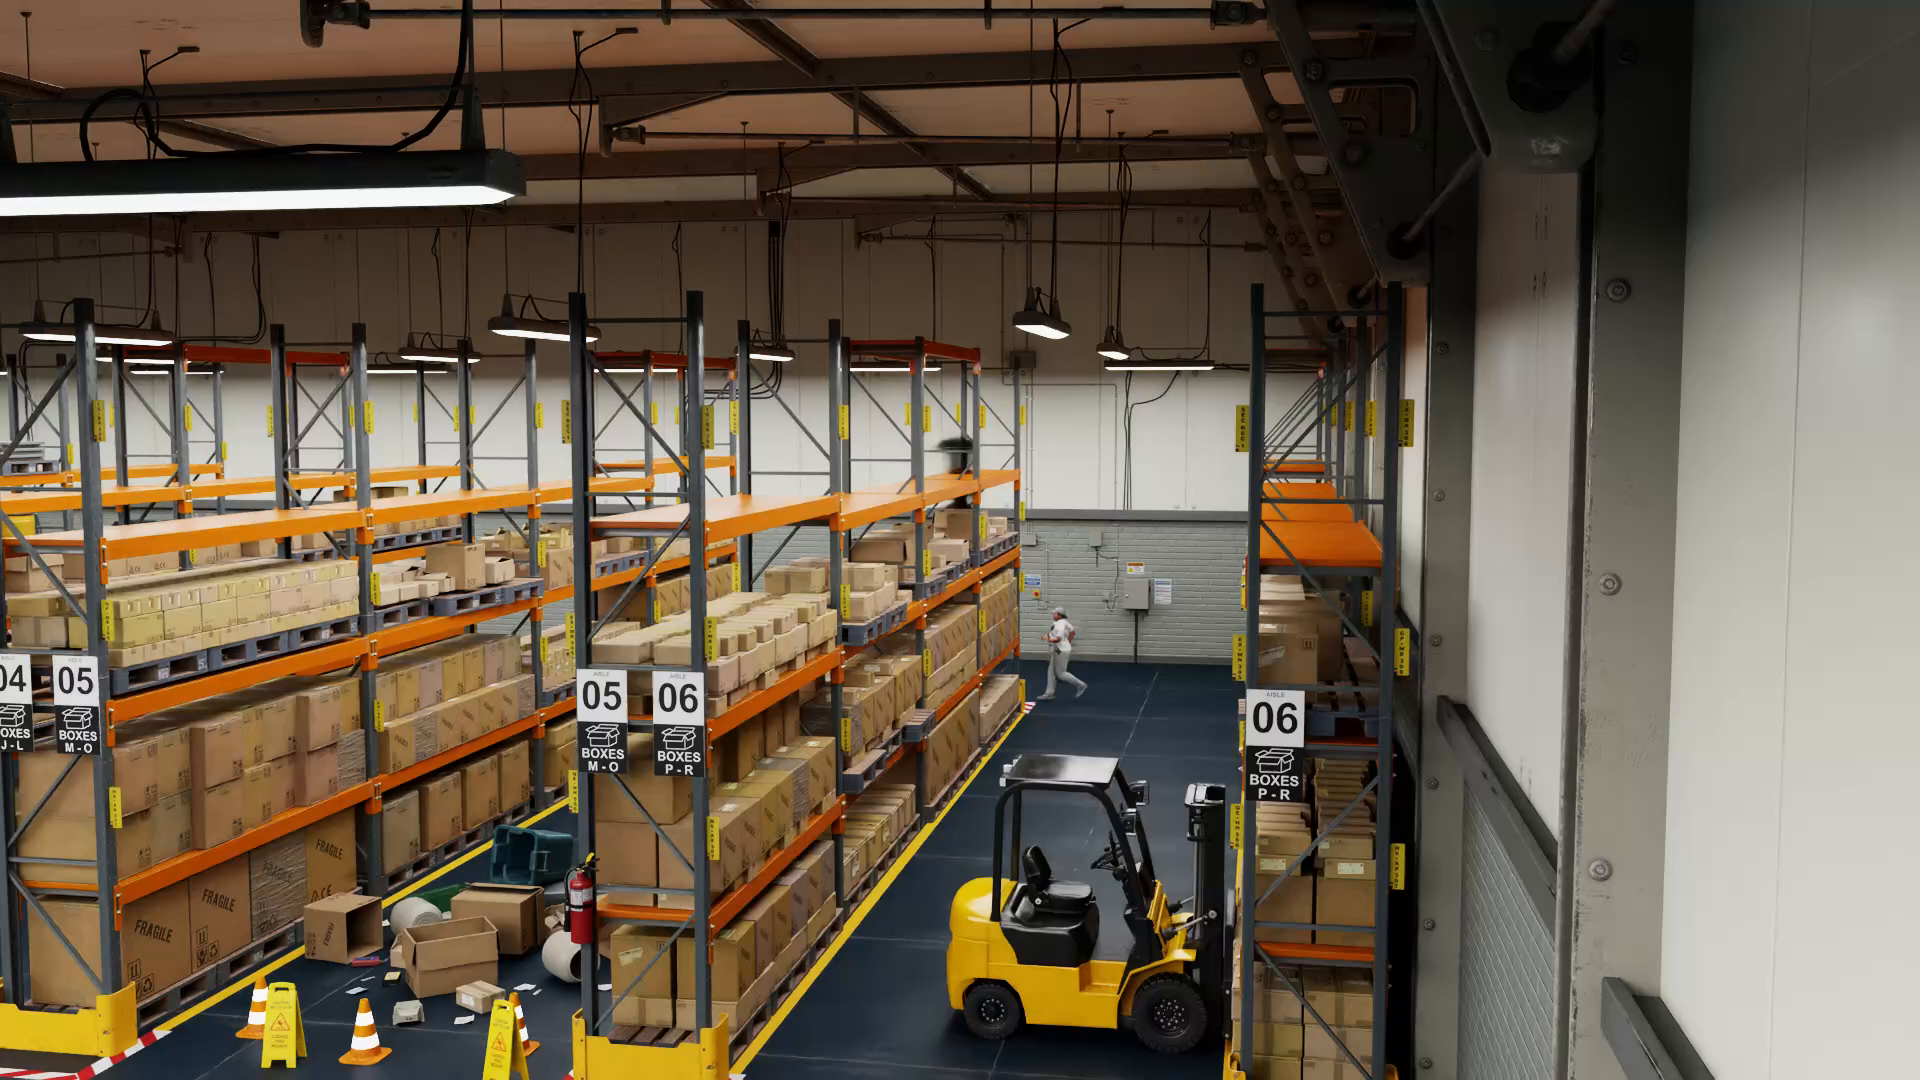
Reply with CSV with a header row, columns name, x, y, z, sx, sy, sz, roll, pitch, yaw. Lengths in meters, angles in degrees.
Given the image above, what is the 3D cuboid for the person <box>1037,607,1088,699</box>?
name,x,y,z,sx,sy,sz,roll,pitch,yaw
person,1.787,1.986,29.085,0.878,1.649,0.616,1,5,10
